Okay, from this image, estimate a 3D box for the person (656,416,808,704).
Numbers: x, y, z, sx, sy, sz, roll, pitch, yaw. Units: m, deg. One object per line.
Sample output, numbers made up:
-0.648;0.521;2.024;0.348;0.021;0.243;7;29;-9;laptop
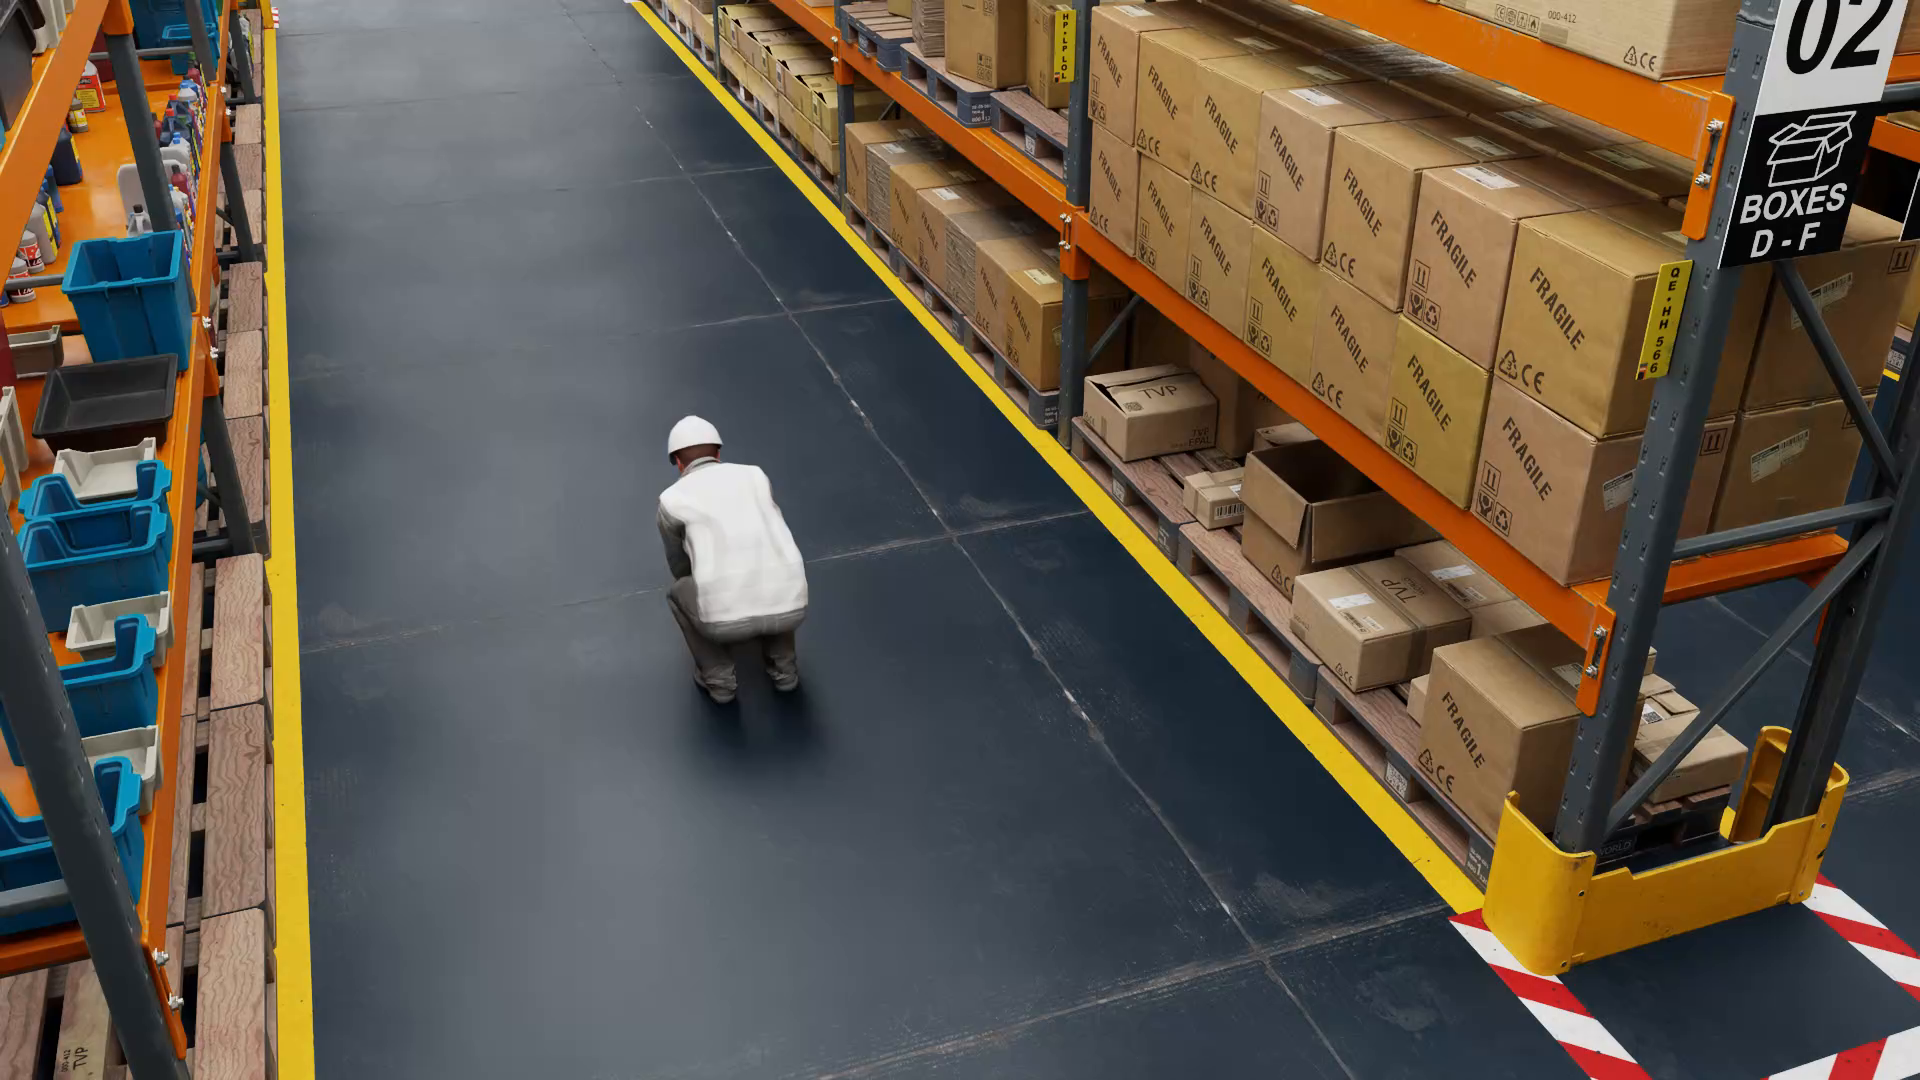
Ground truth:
-0.934;0.082;6.743;0.519;1.011;0.881;-11;31;-18;person
